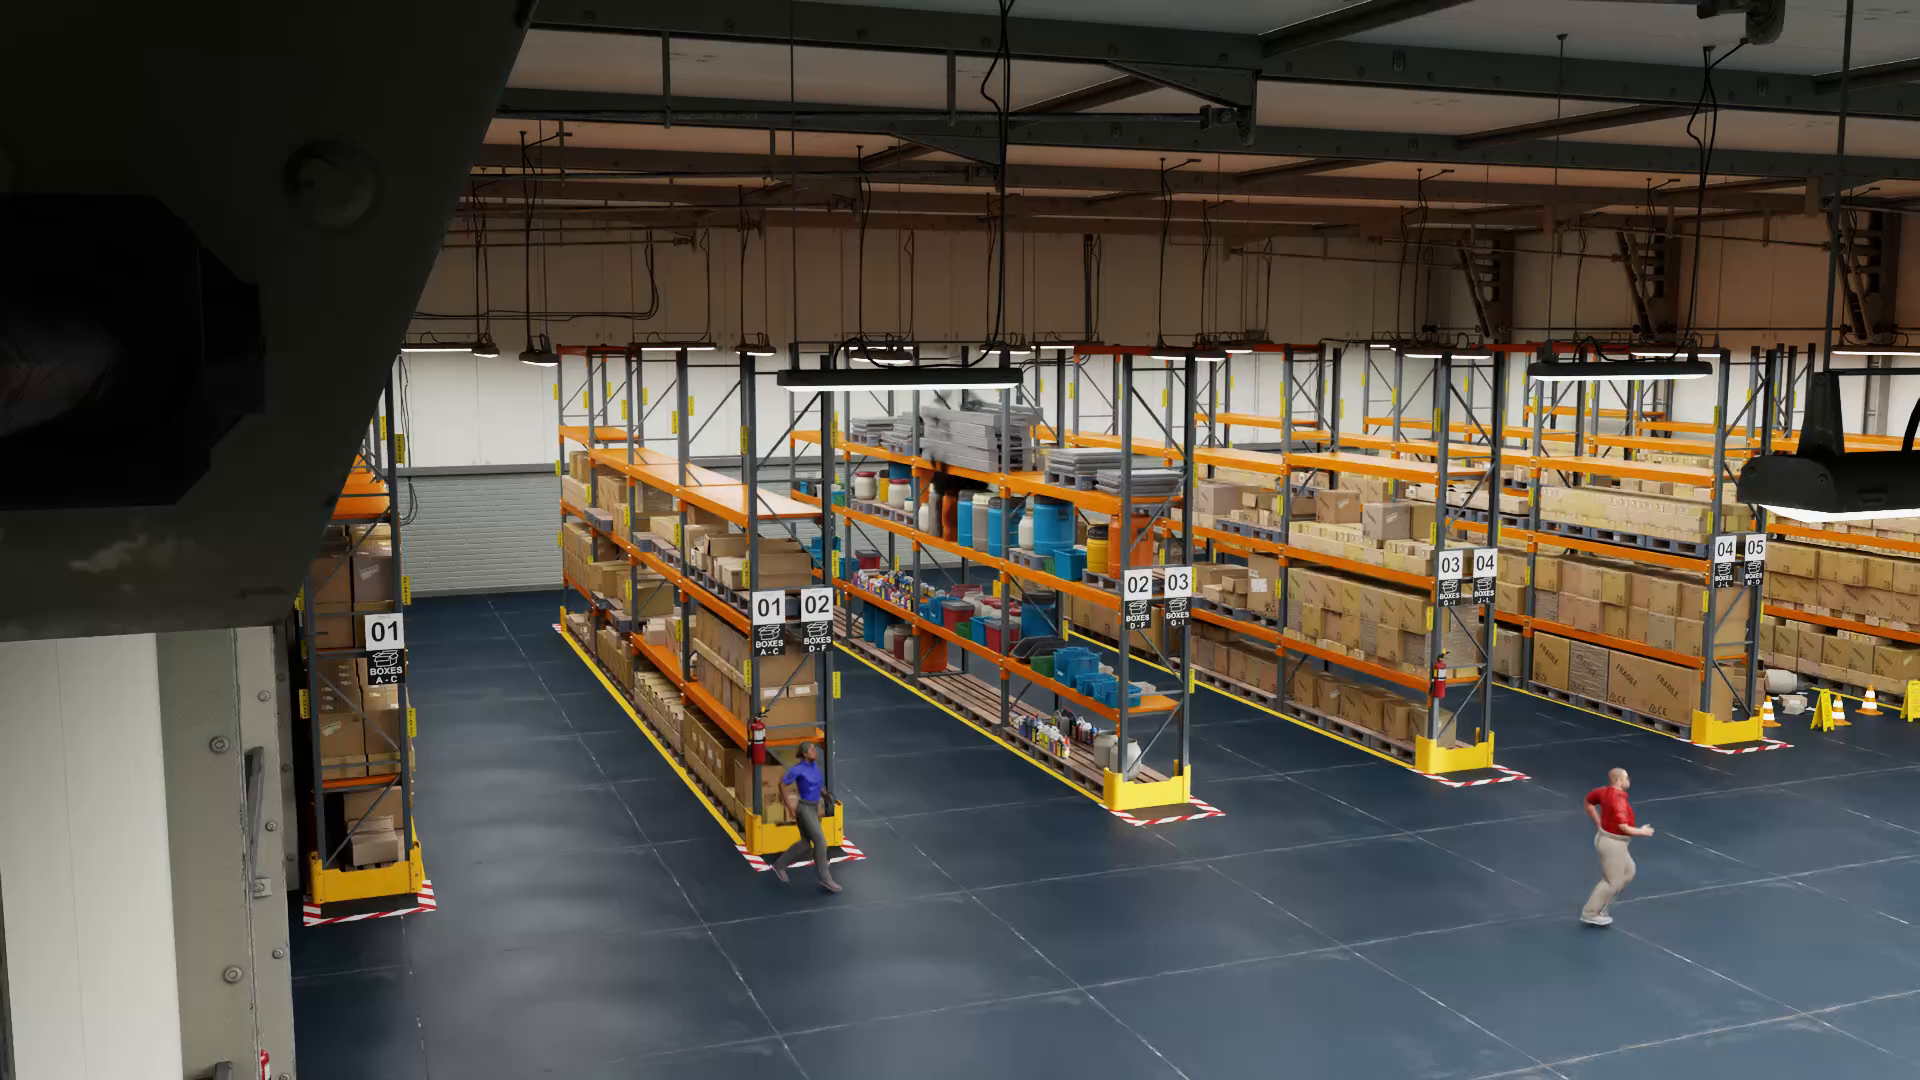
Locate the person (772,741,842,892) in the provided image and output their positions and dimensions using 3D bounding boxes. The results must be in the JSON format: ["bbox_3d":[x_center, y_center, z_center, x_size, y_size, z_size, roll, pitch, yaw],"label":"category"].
[{"bbox_3d":[-1.711,3.117,18.939,0.868,1.649,0.604,2,8,16],"label":"person"}]

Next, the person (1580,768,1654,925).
[{"bbox_3d":[6.959,3.269,17.634,0.702,1.760,0.693,1,7,6],"label":"person"}]
